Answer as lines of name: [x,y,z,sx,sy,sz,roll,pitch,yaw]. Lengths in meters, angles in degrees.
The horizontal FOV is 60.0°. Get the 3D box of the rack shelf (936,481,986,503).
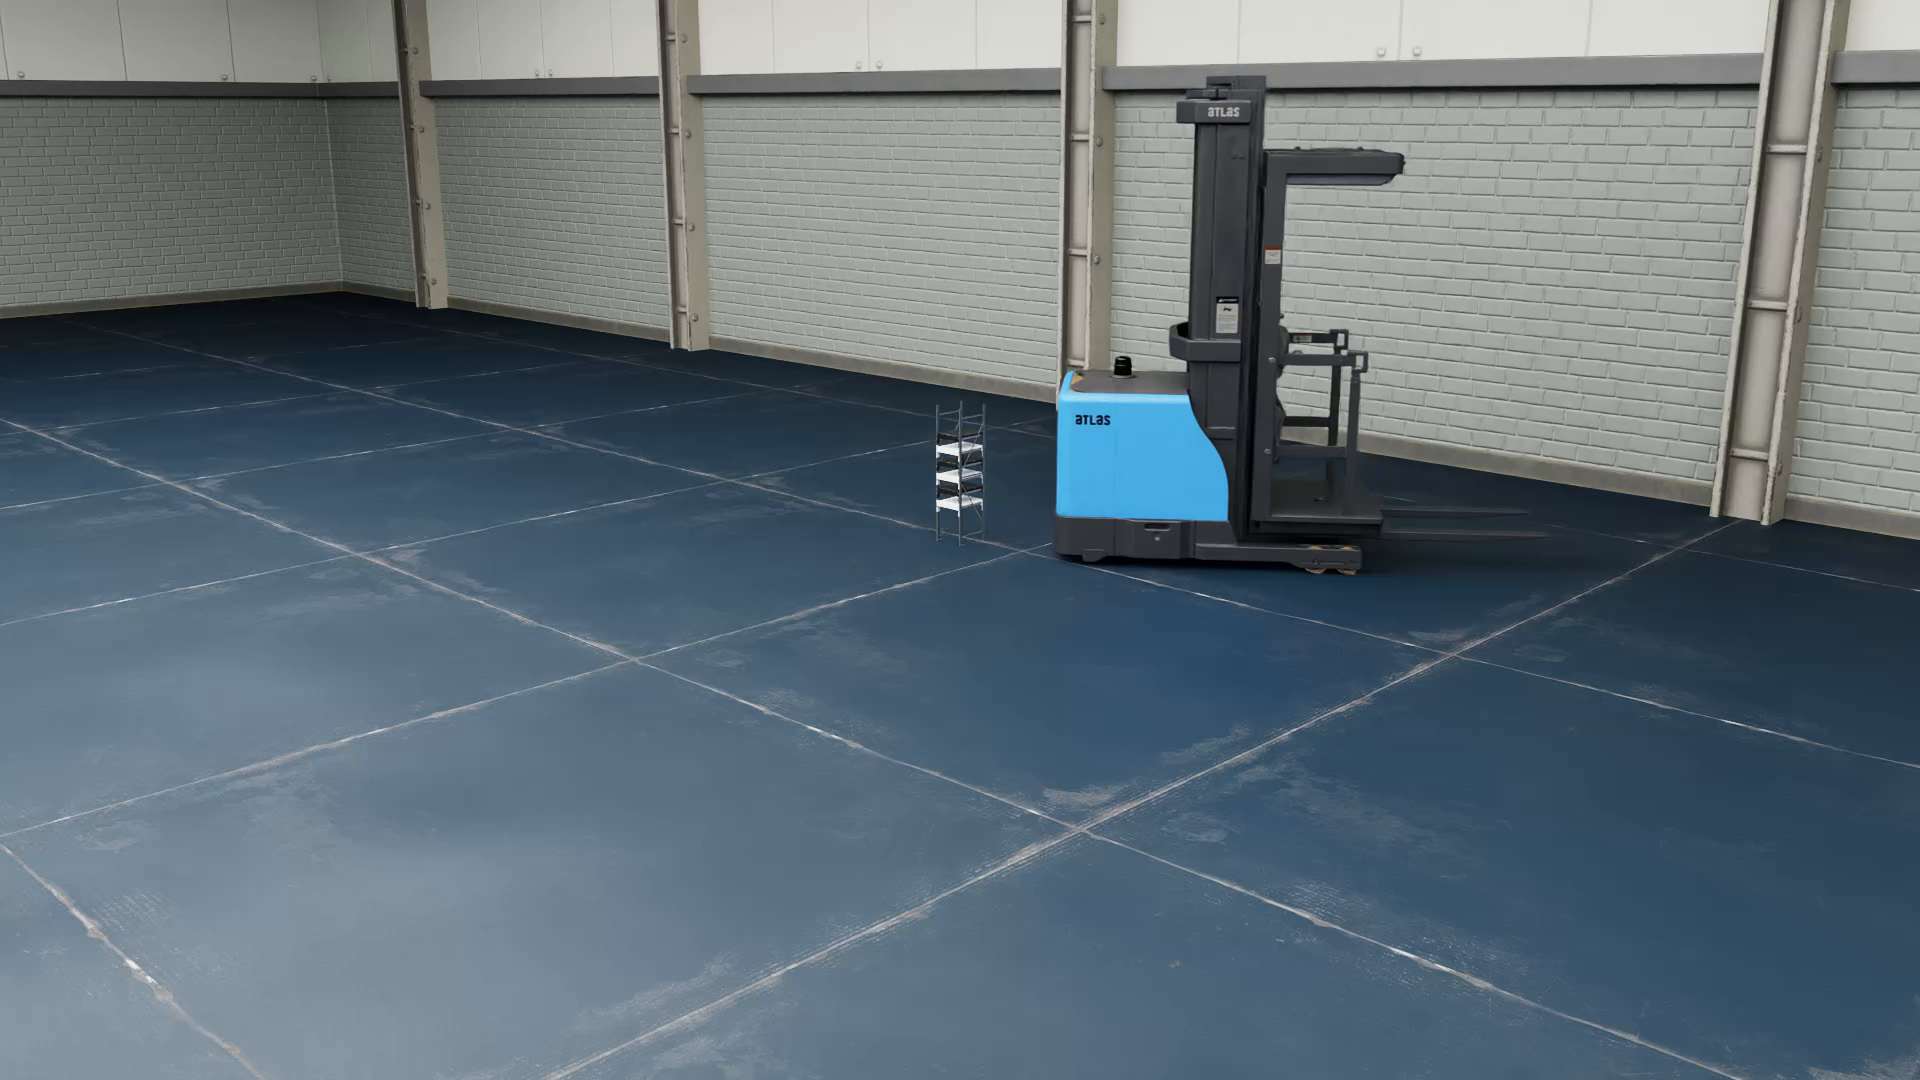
rack shelf: [0.006,-0.315,10.844,0.200,0.077,0.258,14,20,42]

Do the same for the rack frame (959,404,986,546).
rack frame: [0.079,-0.416,10.745,0.006,0.900,0.240,14,20,42]

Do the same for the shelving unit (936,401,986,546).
shelving unit: [0.006,-0.434,10.813,0.210,0.900,0.258,14,20,42]

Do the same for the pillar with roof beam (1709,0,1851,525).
pillar with roof beam: [2.478,-3.735,7.418,0.400,9.000,9.100,14,20,42]

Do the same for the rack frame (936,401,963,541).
rack frame: [-0.067,-0.452,10.881,0.006,0.900,0.240,14,20,42]

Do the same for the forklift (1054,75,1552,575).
forklift: [2.138,-1.350,10.299,3.031,2.935,1.130,2,15,6]

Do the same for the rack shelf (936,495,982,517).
rack shelf: [0.006,-0.228,10.867,0.200,0.077,0.258,14,20,42]

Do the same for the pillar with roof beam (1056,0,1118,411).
pillar with roof beam: [-1.842,-4.785,11.448,0.400,9.000,9.100,14,20,42]

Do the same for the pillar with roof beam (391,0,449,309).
pillar with roof beam: [-10.480,-6.885,19.509,0.400,9.000,9.100,14,20,42]

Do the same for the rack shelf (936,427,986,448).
rack shelf: [0.006,-0.663,10.753,0.200,0.077,0.258,14,20,42]

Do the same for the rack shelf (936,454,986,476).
rack shelf: [0.006,-0.489,10.799,0.200,0.077,0.258,14,20,42]

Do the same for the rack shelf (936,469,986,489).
rack shelf: [0.006,-0.402,10.822,0.200,0.077,0.258,14,20,42]

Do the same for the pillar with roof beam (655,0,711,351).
pillar with roof beam: [-6.161,-5.835,15.478,0.400,9.000,9.100,14,20,42]

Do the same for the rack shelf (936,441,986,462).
rack shelf: [0.006,-0.576,10.776,0.200,0.077,0.258,14,20,42]
